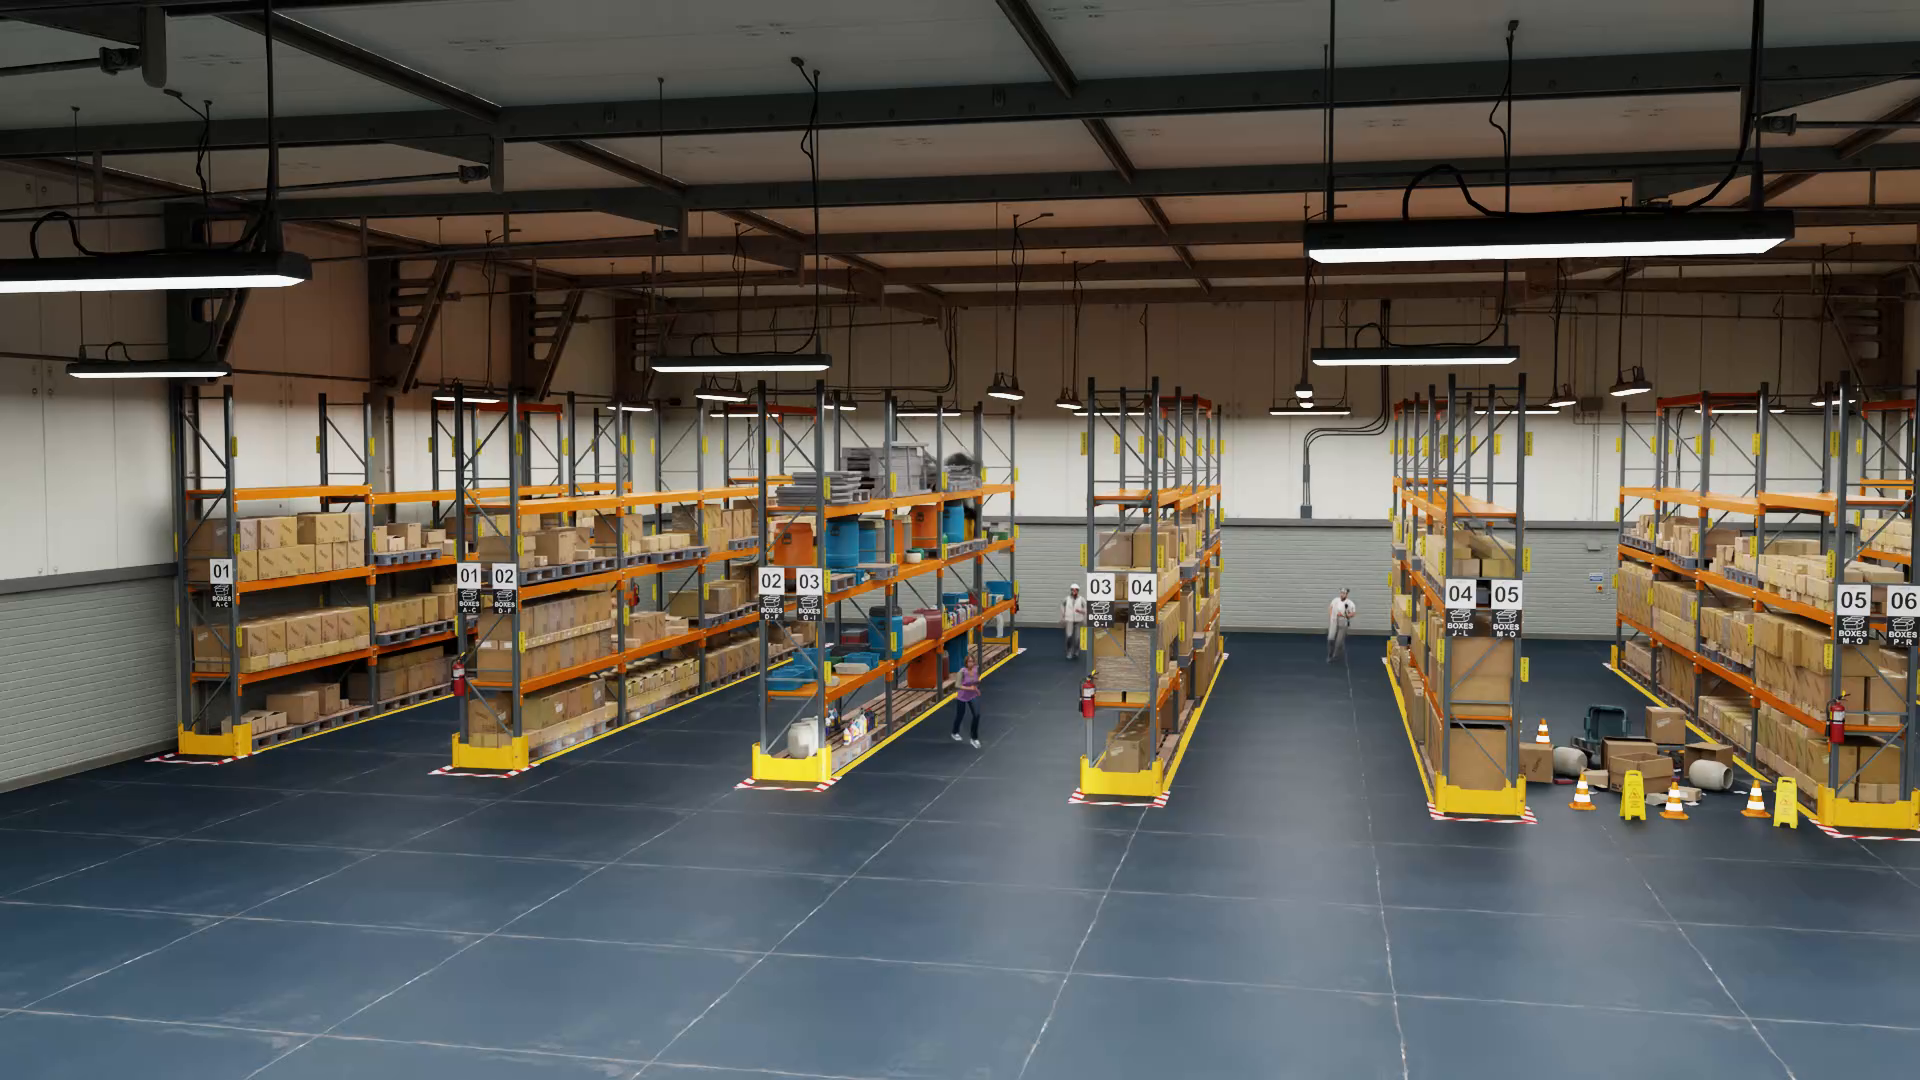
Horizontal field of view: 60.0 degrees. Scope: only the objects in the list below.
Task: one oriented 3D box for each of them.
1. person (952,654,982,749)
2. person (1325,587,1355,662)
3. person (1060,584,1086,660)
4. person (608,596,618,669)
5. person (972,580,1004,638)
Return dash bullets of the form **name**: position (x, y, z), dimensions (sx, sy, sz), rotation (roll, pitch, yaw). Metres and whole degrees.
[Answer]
- **person**: position (0.115, 2.665, 27.750), dimensions (0.541, 1.568, 0.915), rotation (-1, 3, -23)
- **person**: position (8.859, 1.986, 38.680), dimensions (0.664, 1.808, 0.675), rotation (1, 3, 19)
- **person**: position (2.684, 1.929, 39.199), dimensions (0.627, 1.800, 0.725), rotation (0, 3, 2)
- **person**: position (-7.817, 2.069, 37.439), dimensions (0.576, 1.647, 0.631), rotation (0, 3, 6)
- **person**: position (0.800, 1.839, 42.739), dimensions (0.985, 1.628, 0.631), rotation (1, 3, 16)
